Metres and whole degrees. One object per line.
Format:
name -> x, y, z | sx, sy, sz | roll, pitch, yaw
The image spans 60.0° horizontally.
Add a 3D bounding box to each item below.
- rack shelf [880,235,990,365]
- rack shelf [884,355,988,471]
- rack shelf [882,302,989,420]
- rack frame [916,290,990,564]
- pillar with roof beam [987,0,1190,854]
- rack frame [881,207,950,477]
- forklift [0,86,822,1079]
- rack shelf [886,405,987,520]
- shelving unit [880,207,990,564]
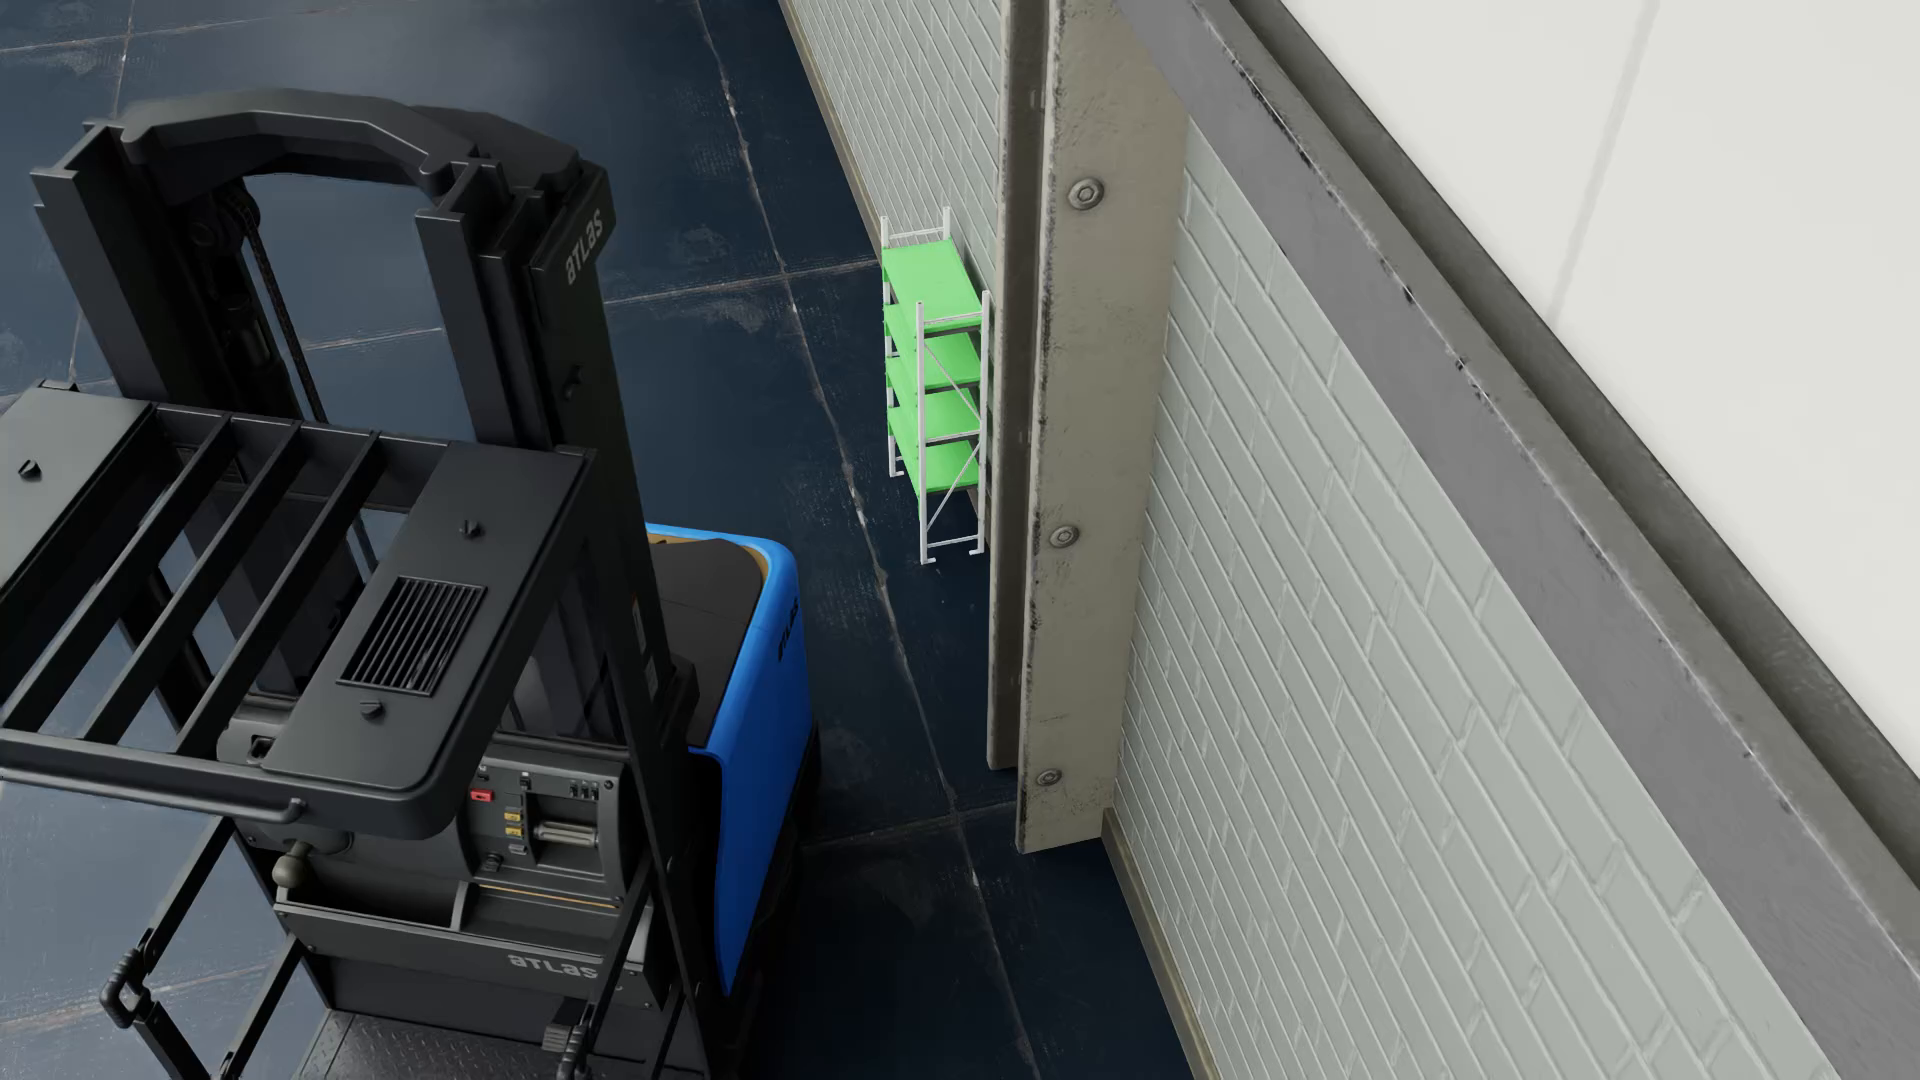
rack shelf -> -0.087, -0.817, 5.627 | 0.258, 0.148, 0.480 | -11, 47, -11
rack shelf -> -0.090, -0.480, 5.969 | 0.258, 0.148, 0.480 | -11, 47, -11
rack shelf -> -0.089, -0.648, 5.798 | 0.258, 0.148, 0.480 | -11, 47, -11
rack frame -> -0.025, -0.357, 5.759 | 0.240, 1.200, 0.015 | -11, 47, -11
pillar with roof beam -> -3.875, -1.530, 1.449 | 9.100, 9.000, 0.400 | -11, 47, -10
rack frame -> -0.154, -0.693, 6.088 | 0.240, 1.200, 0.015 | -11, 47, -11
forklift -> -1.222, 0.704, 3.507 | 1.130, 2.935, 3.031 | 7, 46, 7
rack shelf -> -0.091, -0.312, 6.140 | 0.258, 0.148, 0.480 | -11, 47, -11
shelving unit -> -0.089, -0.525, 5.924 | 0.258, 1.200, 0.503 | -11, 47, -11
